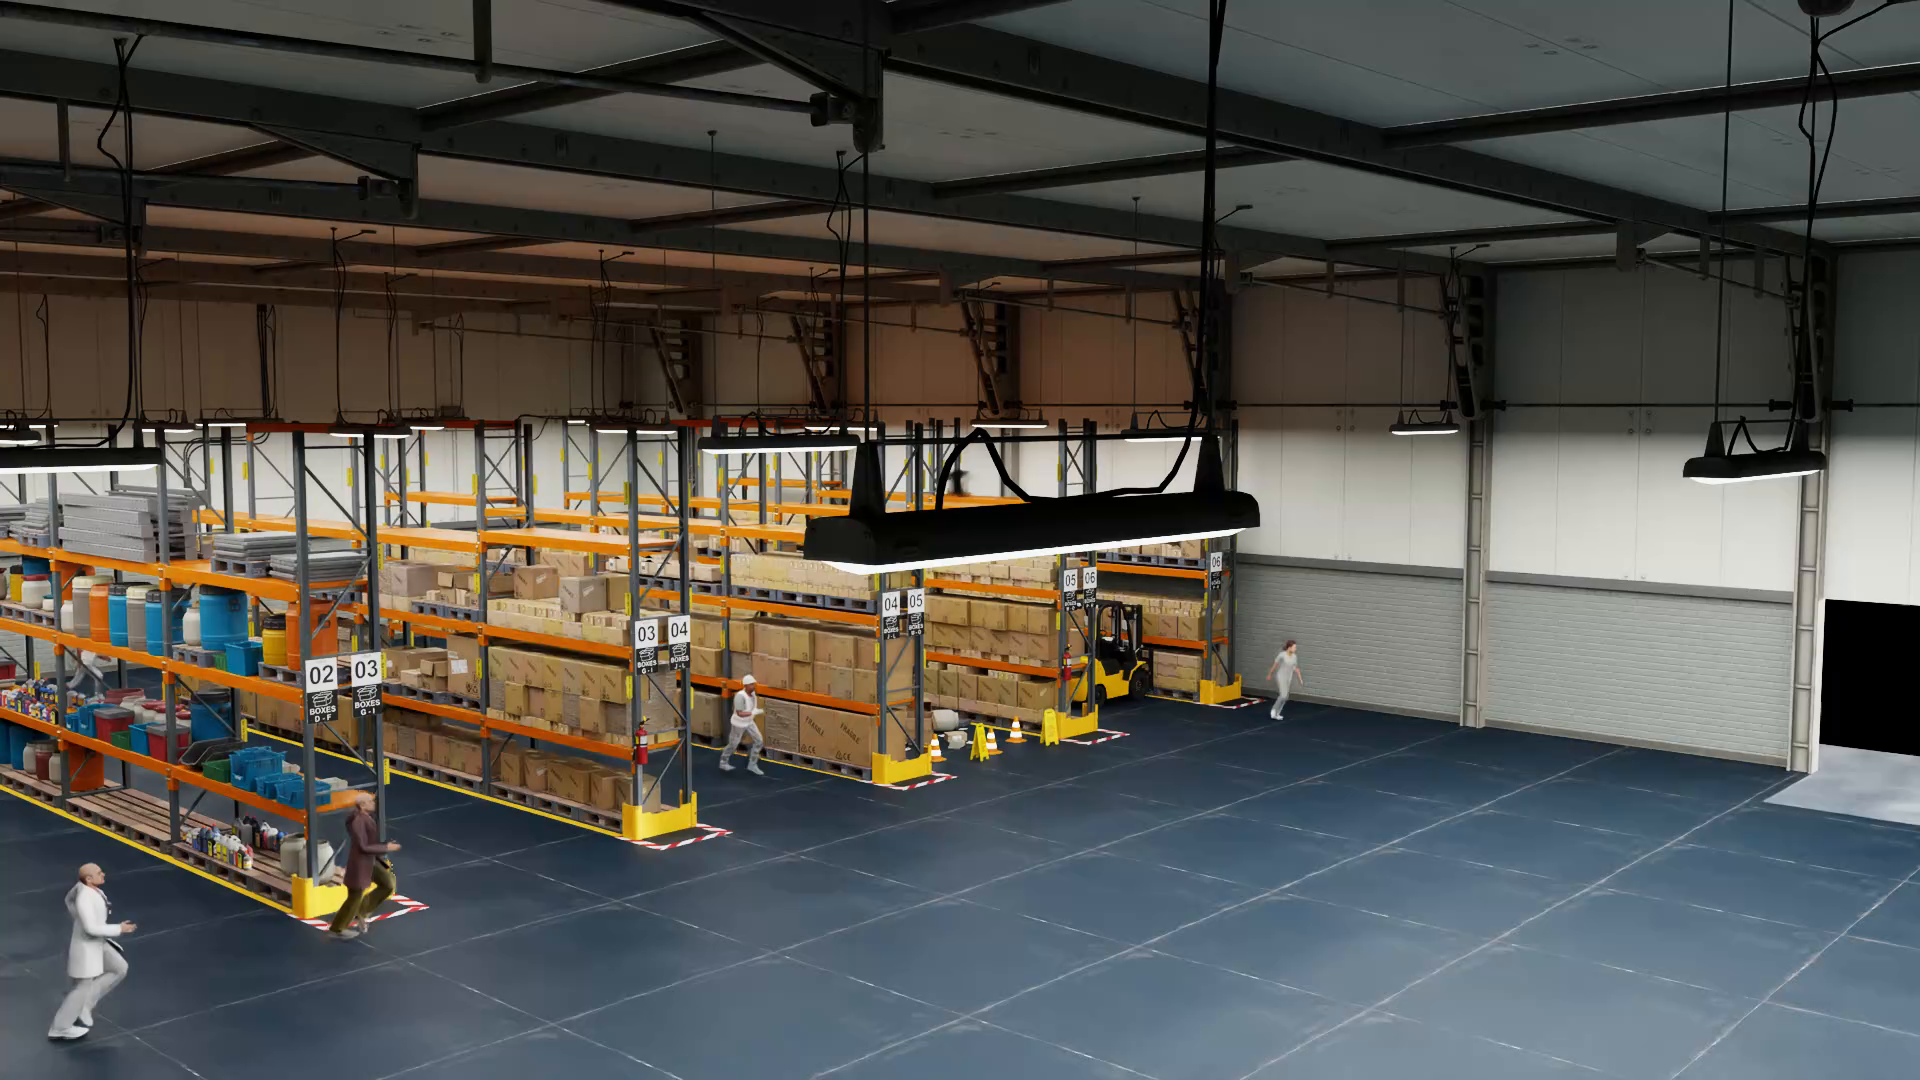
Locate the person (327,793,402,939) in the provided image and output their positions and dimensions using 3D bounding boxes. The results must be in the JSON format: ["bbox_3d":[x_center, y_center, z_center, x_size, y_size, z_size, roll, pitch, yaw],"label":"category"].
[{"bbox_3d":[-7.033,3.834,19.693,0.848,1.730,0.715,0,5,-3],"label":"person"}]

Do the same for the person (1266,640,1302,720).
[{"bbox_3d":[6.505,2.805,33.308,0.567,1.620,0.596,-3,6,-33],"label":"person"}]

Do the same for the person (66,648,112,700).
[{"bbox_3d":[-18.476,2.645,35.091,1.103,1.572,0.725,-2,5,-19],"label":"person"}]

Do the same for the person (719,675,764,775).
[{"bbox_3d":[-3.682,3.136,28.261,0.993,1.728,0.633,3,6,34],"label":"person"}]

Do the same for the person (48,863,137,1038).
[{"bbox_3d":[-8.712,4.087,16.701,0.834,1.732,0.720,-1,5,-15],"label":"person"}]
